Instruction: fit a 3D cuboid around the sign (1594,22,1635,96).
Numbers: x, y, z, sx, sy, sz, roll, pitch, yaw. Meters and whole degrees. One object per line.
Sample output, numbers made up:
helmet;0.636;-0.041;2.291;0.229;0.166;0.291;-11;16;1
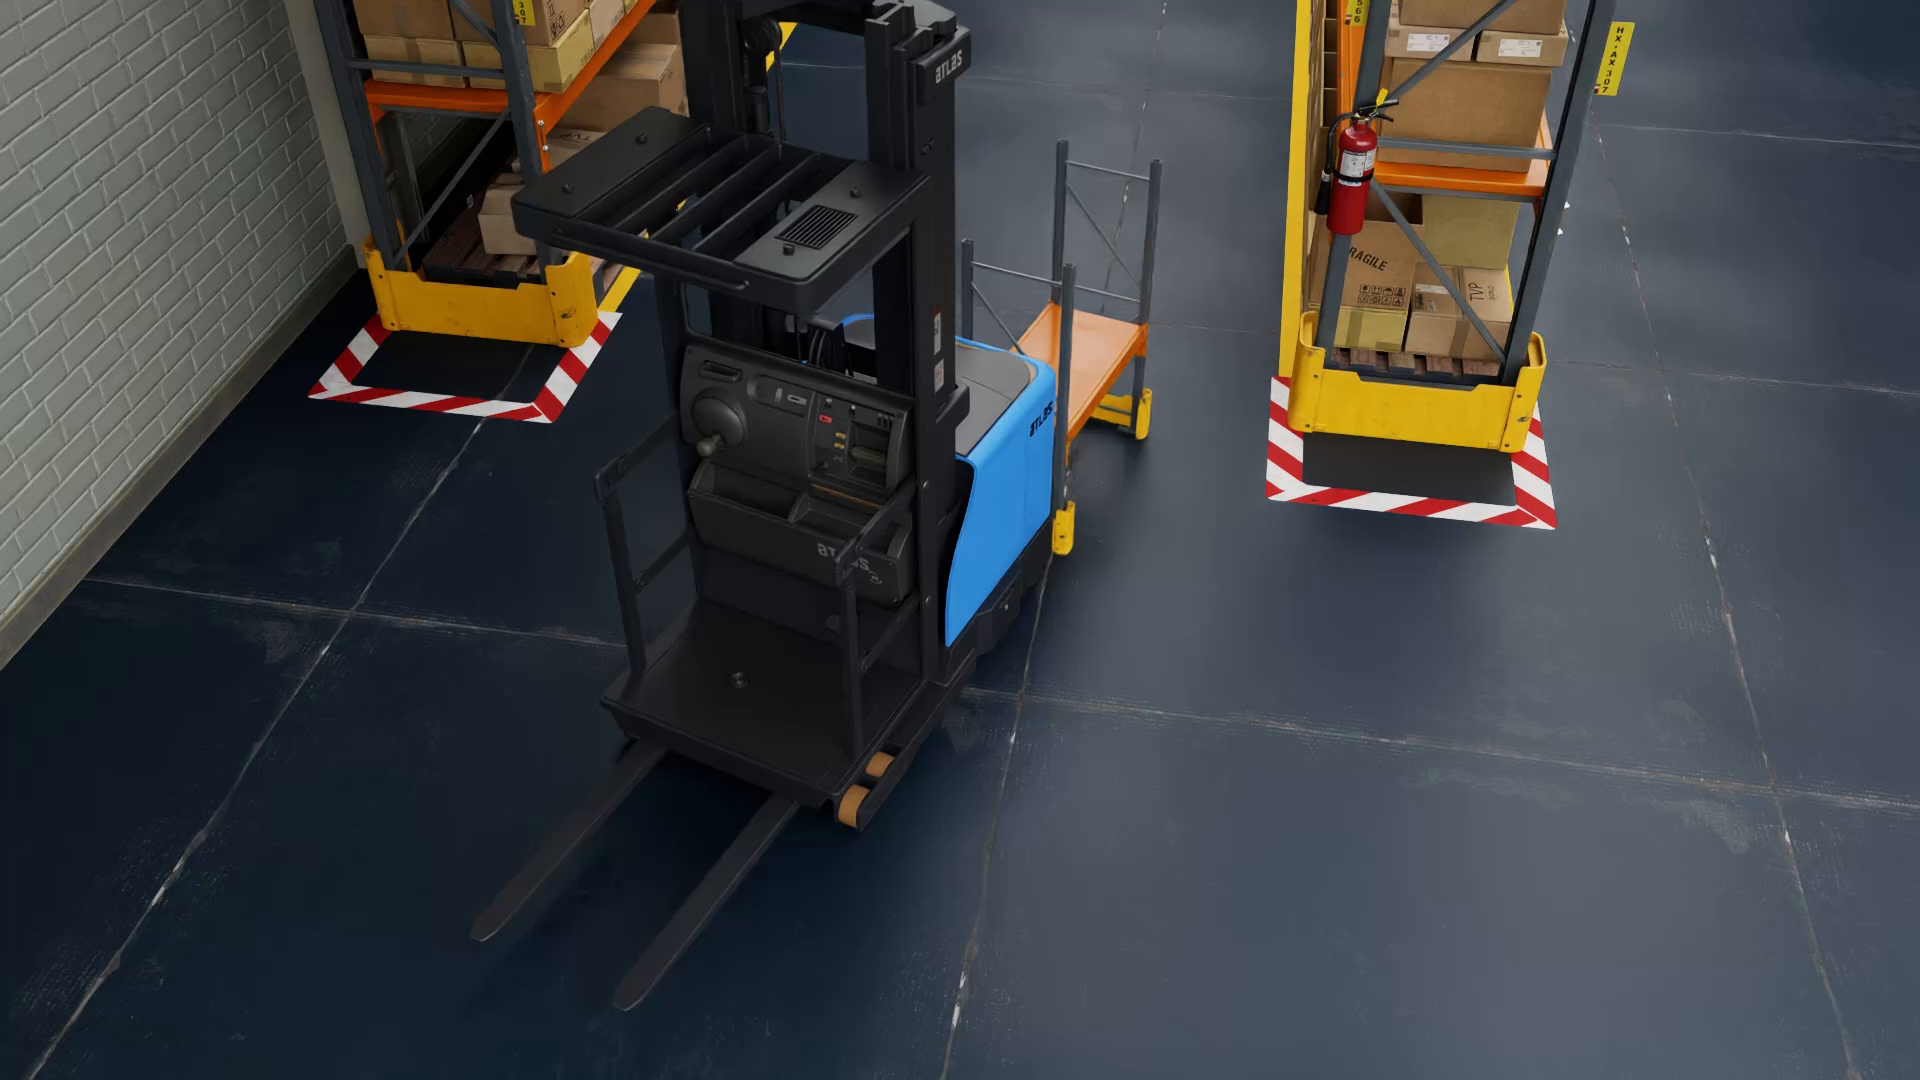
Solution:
sign;2.813;-2.071;7.159;0.100;0.325;0.005;6;40;8

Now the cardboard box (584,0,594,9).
cardboard box;-2.139;-3.130;8.695;0.500;0.500;0.500;7;40;8

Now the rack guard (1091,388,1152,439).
rack guard;0.676;-0.702;8.403;0.587;0.250;0.087;17;43;19

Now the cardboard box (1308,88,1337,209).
cardboard box;2.225;-2.161;9.250;0.500;0.500;0.500;6;40;8

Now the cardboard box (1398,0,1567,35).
cardboard box;2.369;-2.635;7.486;0.700;0.500;0.500;7;40;8

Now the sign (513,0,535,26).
sign;-2.078;-2.589;7.848;0.100;0.325;0.005;6;40;8

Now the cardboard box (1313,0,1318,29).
cardboard box;2.745;-3.676;11.671;0.500;0.250;0.500;6;40;7

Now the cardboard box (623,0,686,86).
cardboard box;-2.061;-3.376;11.096;0.500;0.500;0.500;4;40;4

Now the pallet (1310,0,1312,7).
pallet;3.257;-4.442;12.957;1.003;0.211;1.213;6;40;8

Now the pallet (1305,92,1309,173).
pallet;2.780;-2.713;10.865;1.003;0.211;1.213;6;40;8

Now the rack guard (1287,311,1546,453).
rack guard;2.263;-0.793;8.317;1.175;0.500;0.348;6;40;8

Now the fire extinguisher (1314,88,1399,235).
fire extinguisher;1.789;-1.719;7.535;0.296;0.674;0.183;6;40;8

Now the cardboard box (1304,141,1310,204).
cardboard box;2.316;-2.185;9.868;0.500;0.250;0.500;6;40;8

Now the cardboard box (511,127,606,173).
cardboard box;-2.306;-2.231;9.859;0.500;0.311;0.500;10;41;11

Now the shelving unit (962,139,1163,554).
shelving unit;0.461;-0.897;7.658;0.587;1.500;1.083;17;43;19

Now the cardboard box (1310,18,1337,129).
cardboard box;2.398;-2.789;10.009;0.500;0.500;0.500;6;40;8

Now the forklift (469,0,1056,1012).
forklift;-0.708;-0.349;5.872;1.130;2.935;3.031;18;43;21

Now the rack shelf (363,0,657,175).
rack shelf;-2.267;-3.293;9.944;1.077;0.370;4.000;6;40;8

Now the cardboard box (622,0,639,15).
cardboard box;-2.046;-3.183;9.348;0.500;0.250;0.500;6;40;7

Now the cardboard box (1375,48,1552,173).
cardboard box;2.360;-2.102;7.859;0.700;0.500;0.500;6;40;8

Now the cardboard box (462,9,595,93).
cardboard box;-2.215;-2.536;8.566;0.500;0.250;0.500;5;40;6

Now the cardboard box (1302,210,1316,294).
cardboard box;2.143;-1.558;9.108;0.500;0.250;0.500;6;40;8

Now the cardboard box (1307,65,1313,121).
cardboard box;2.489;-2.813;10.627;0.500;0.250;0.500;6;40;8

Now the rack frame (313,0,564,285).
rack frame;-2.613;-2.315;8.196;1.000;3.000;0.127;6;40;8

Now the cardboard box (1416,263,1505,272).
cardboard box;2.662;-1.500;9.038;0.500;0.250;0.500;6;40;8

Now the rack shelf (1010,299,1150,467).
rack shelf;0.457;-0.754;7.767;0.538;0.185;1.000;17;43;19

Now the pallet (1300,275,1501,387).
pallet;2.358;-1.181;9.013;1.003;0.211;1.213;6;40;8

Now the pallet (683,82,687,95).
pallet;-2.002;-3.326;11.607;1.003;0.211;1.213;6;40;8

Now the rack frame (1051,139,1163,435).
rack frame;0.677;-1.184;8.006;0.500;1.500;0.032;17;43;19

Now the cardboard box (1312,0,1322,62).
cardboard box;2.571;-3.416;10.768;0.500;0.500;0.500;6;40;8

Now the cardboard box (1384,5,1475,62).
cardboard box;2.145;-2.321;7.615;0.380;0.149;0.250;6;40;7

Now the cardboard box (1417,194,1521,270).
cardboard box;2.663;-1.789;8.799;0.500;0.500;0.500;6;40;8
